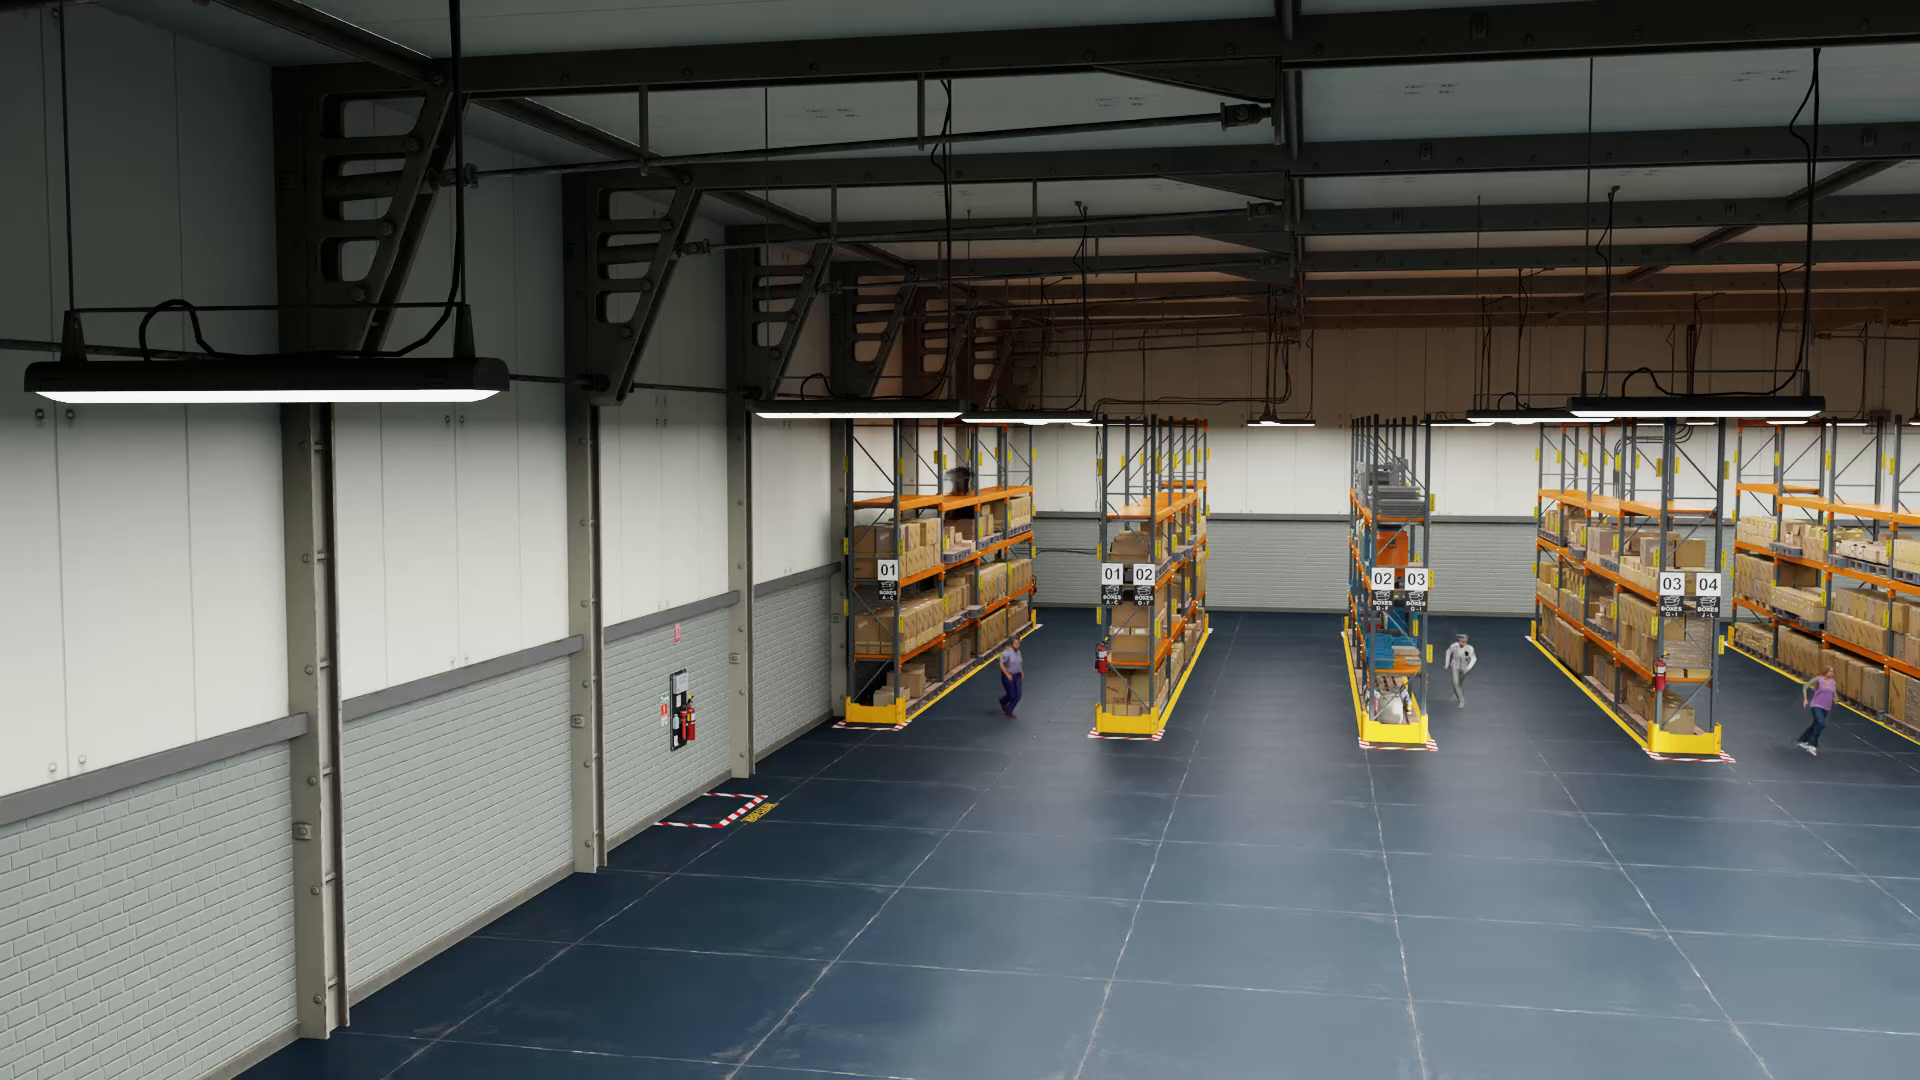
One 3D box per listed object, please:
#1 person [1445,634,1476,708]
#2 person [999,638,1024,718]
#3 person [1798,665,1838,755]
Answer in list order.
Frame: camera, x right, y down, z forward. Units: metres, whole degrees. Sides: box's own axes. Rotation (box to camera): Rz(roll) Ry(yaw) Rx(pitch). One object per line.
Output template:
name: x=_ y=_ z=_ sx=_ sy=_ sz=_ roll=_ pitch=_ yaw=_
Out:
person: x=10.349 y=2.662 z=34.430 sx=0.614 sy=1.517 sz=1.022 roll=1 pitch=4 yaw=12
person: x=0.986 y=2.732 z=33.131 sx=0.599 sy=1.598 sz=0.562 roll=-3 pitch=5 yaw=-35
person: x=15.118 y=2.968 z=29.316 sx=0.579 sy=1.554 sz=0.755 roll=-1 pitch=4 yaw=-11
